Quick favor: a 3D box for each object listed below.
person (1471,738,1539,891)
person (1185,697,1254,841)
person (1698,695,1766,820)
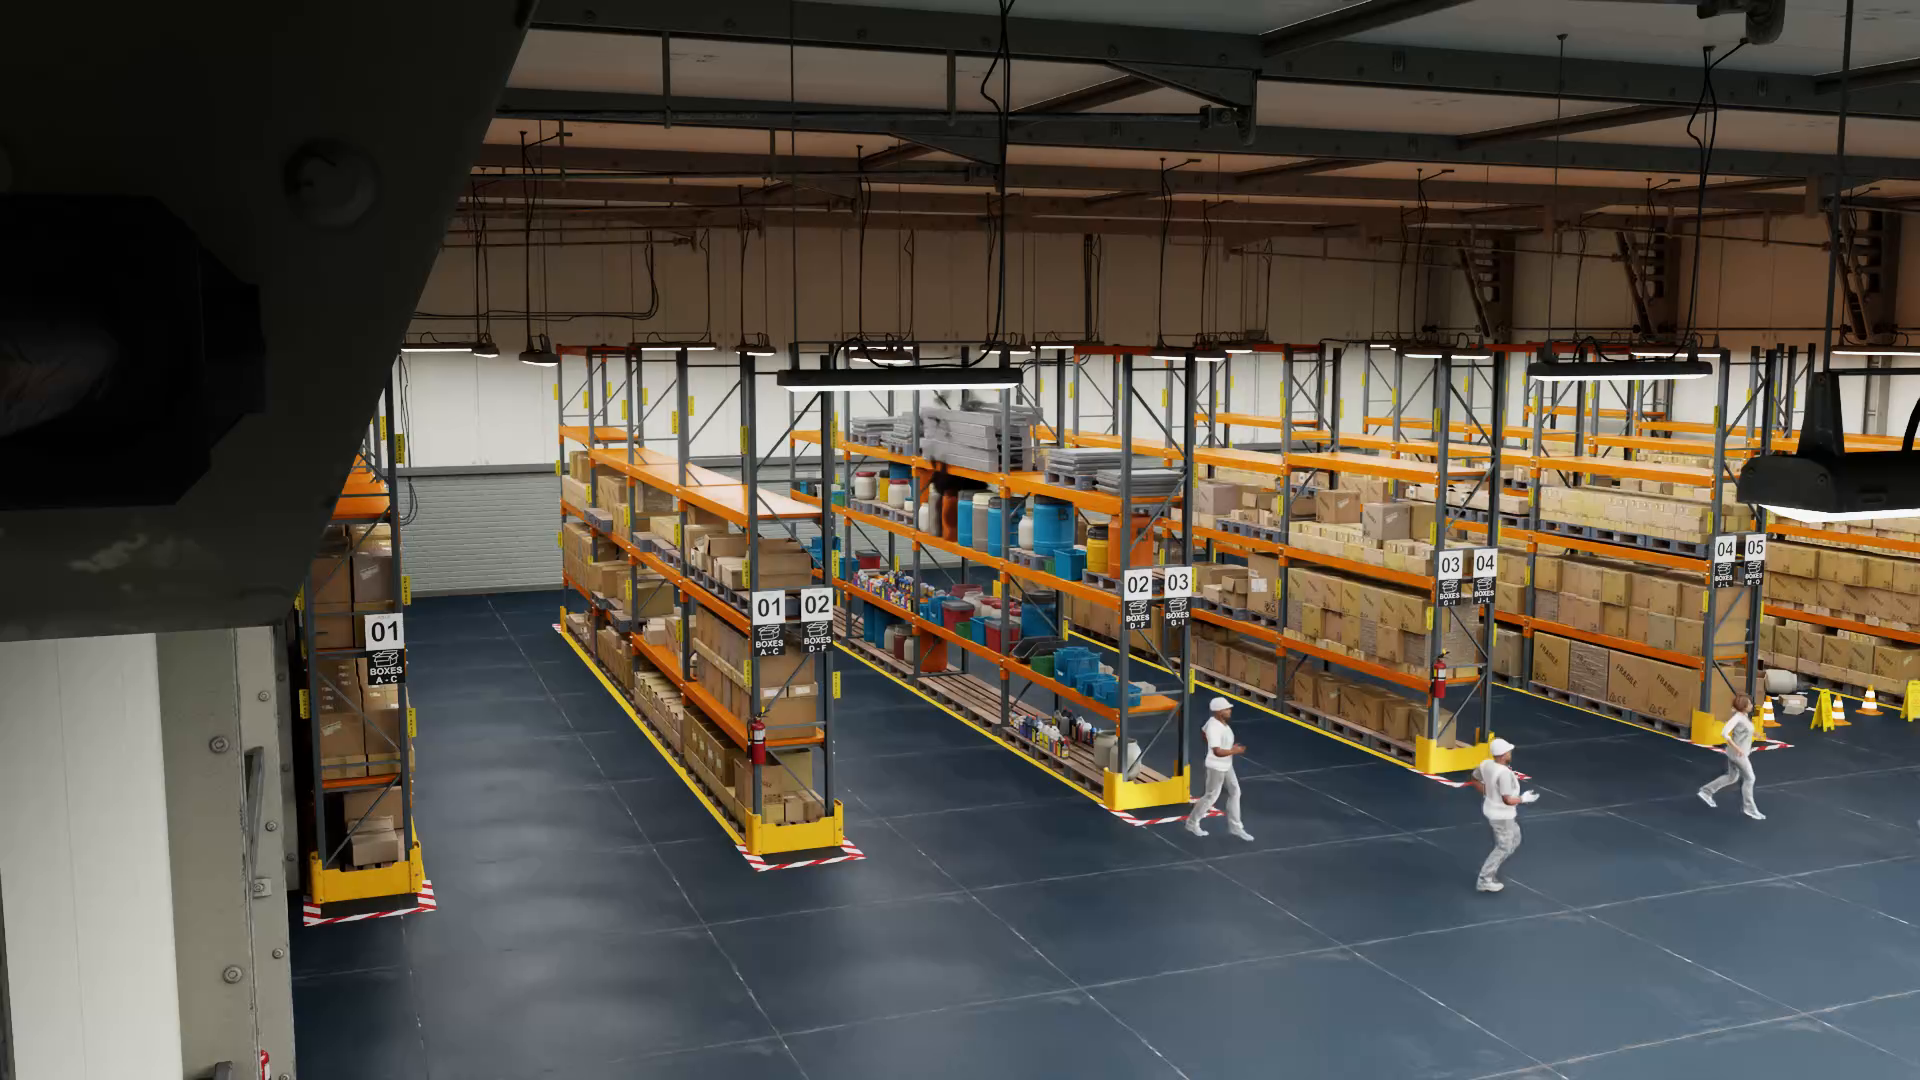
[{"bbox_3d":[6.126,3.091,18.678,0.633,1.767,0.662,0,7,0],"label":"person"},{"bbox_3d":[3.219,2.825,20.554,0.841,1.789,0.705,3,8,19],"label":"person"},{"bbox_3d":[10.083,2.809,21.649,0.819,1.586,0.525,3,8,23],"label":"person"}]
